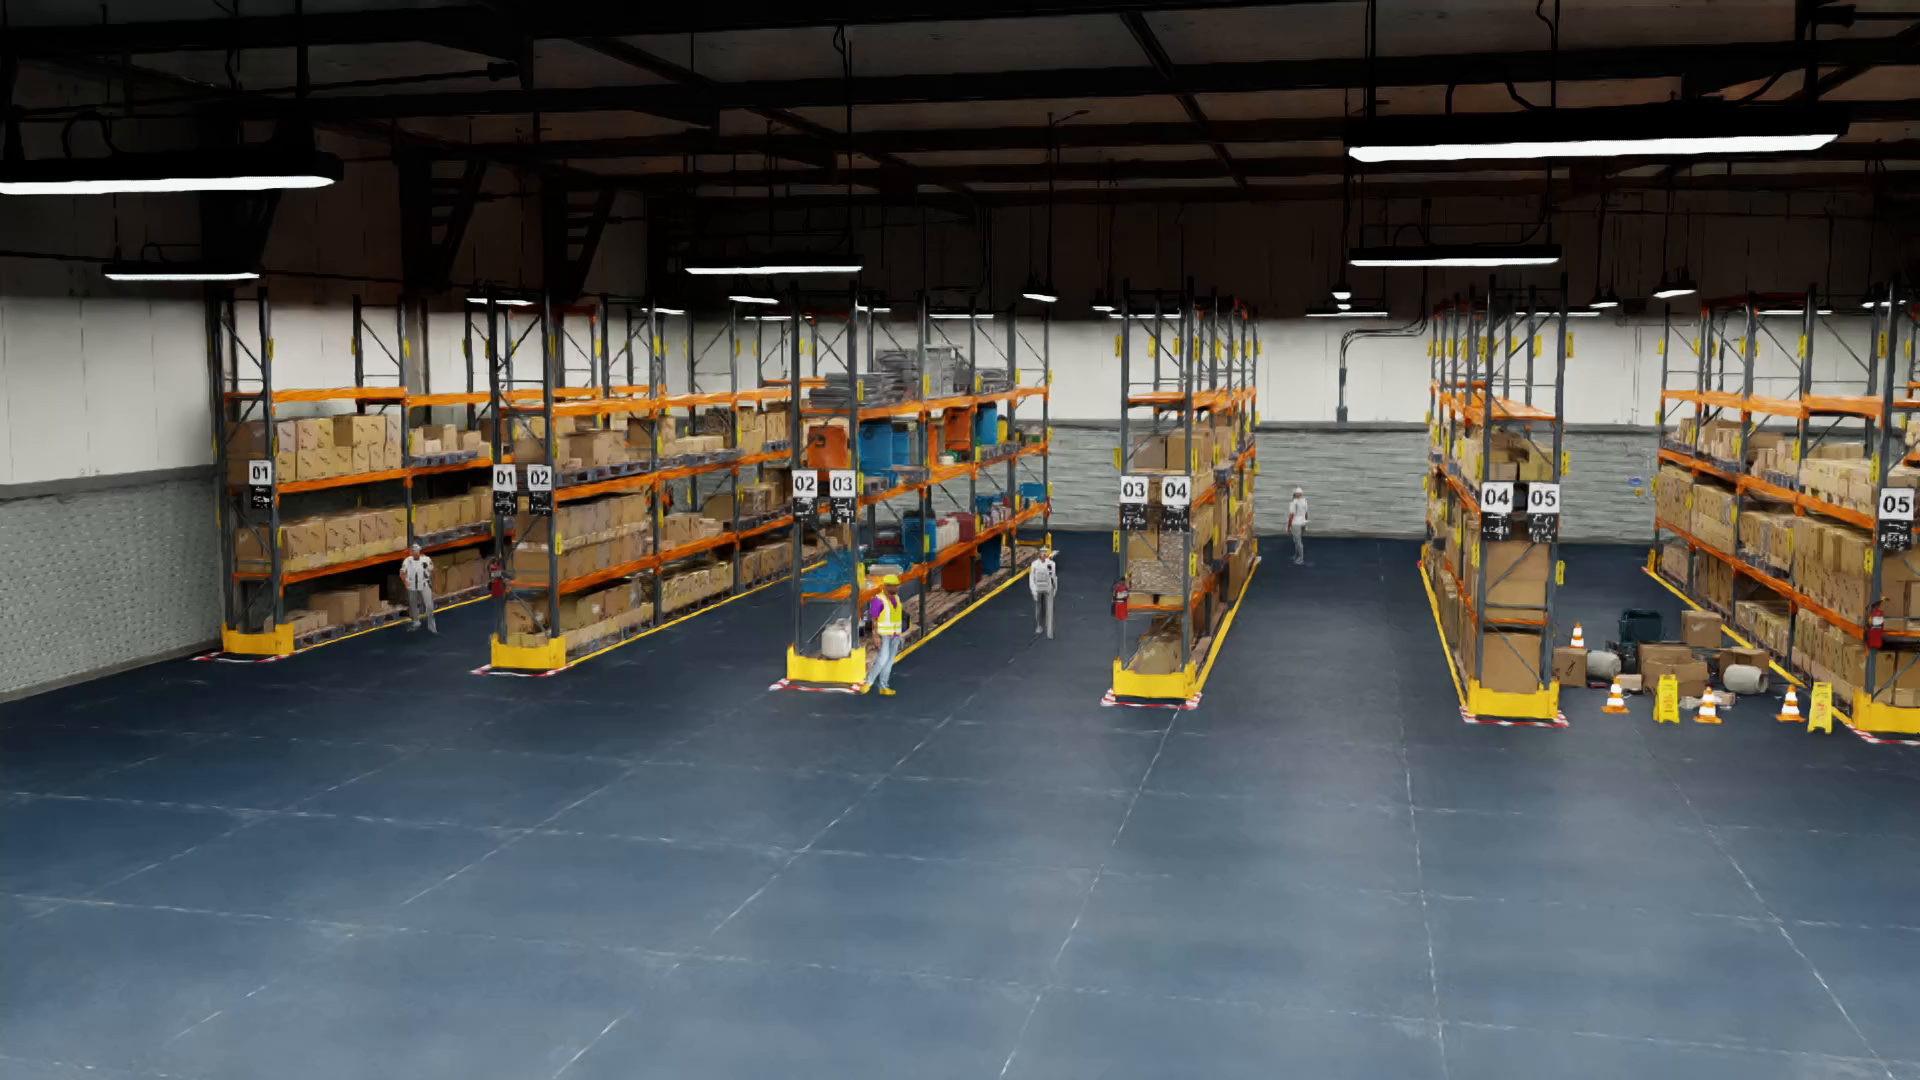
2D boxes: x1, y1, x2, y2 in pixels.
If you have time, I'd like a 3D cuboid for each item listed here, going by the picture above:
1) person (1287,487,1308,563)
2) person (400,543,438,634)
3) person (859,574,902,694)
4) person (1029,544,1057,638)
[{"bbox_3d":[7.897,-0.371,39.043,0.574,1.764,0.667,6,9,41],"label":"person"},{"bbox_3d":[-9.517,0.842,29.332,0.655,1.602,0.767,-1,7,-7],"label":"person"},{"bbox_3d":[-1.121,1.365,24.020,0.463,1.756,0.720,6,9,43],"label":"person"},{"bbox_3d":[1.438,0.864,28.907,0.483,1.621,0.994,1,7,5],"label":"person"}]
